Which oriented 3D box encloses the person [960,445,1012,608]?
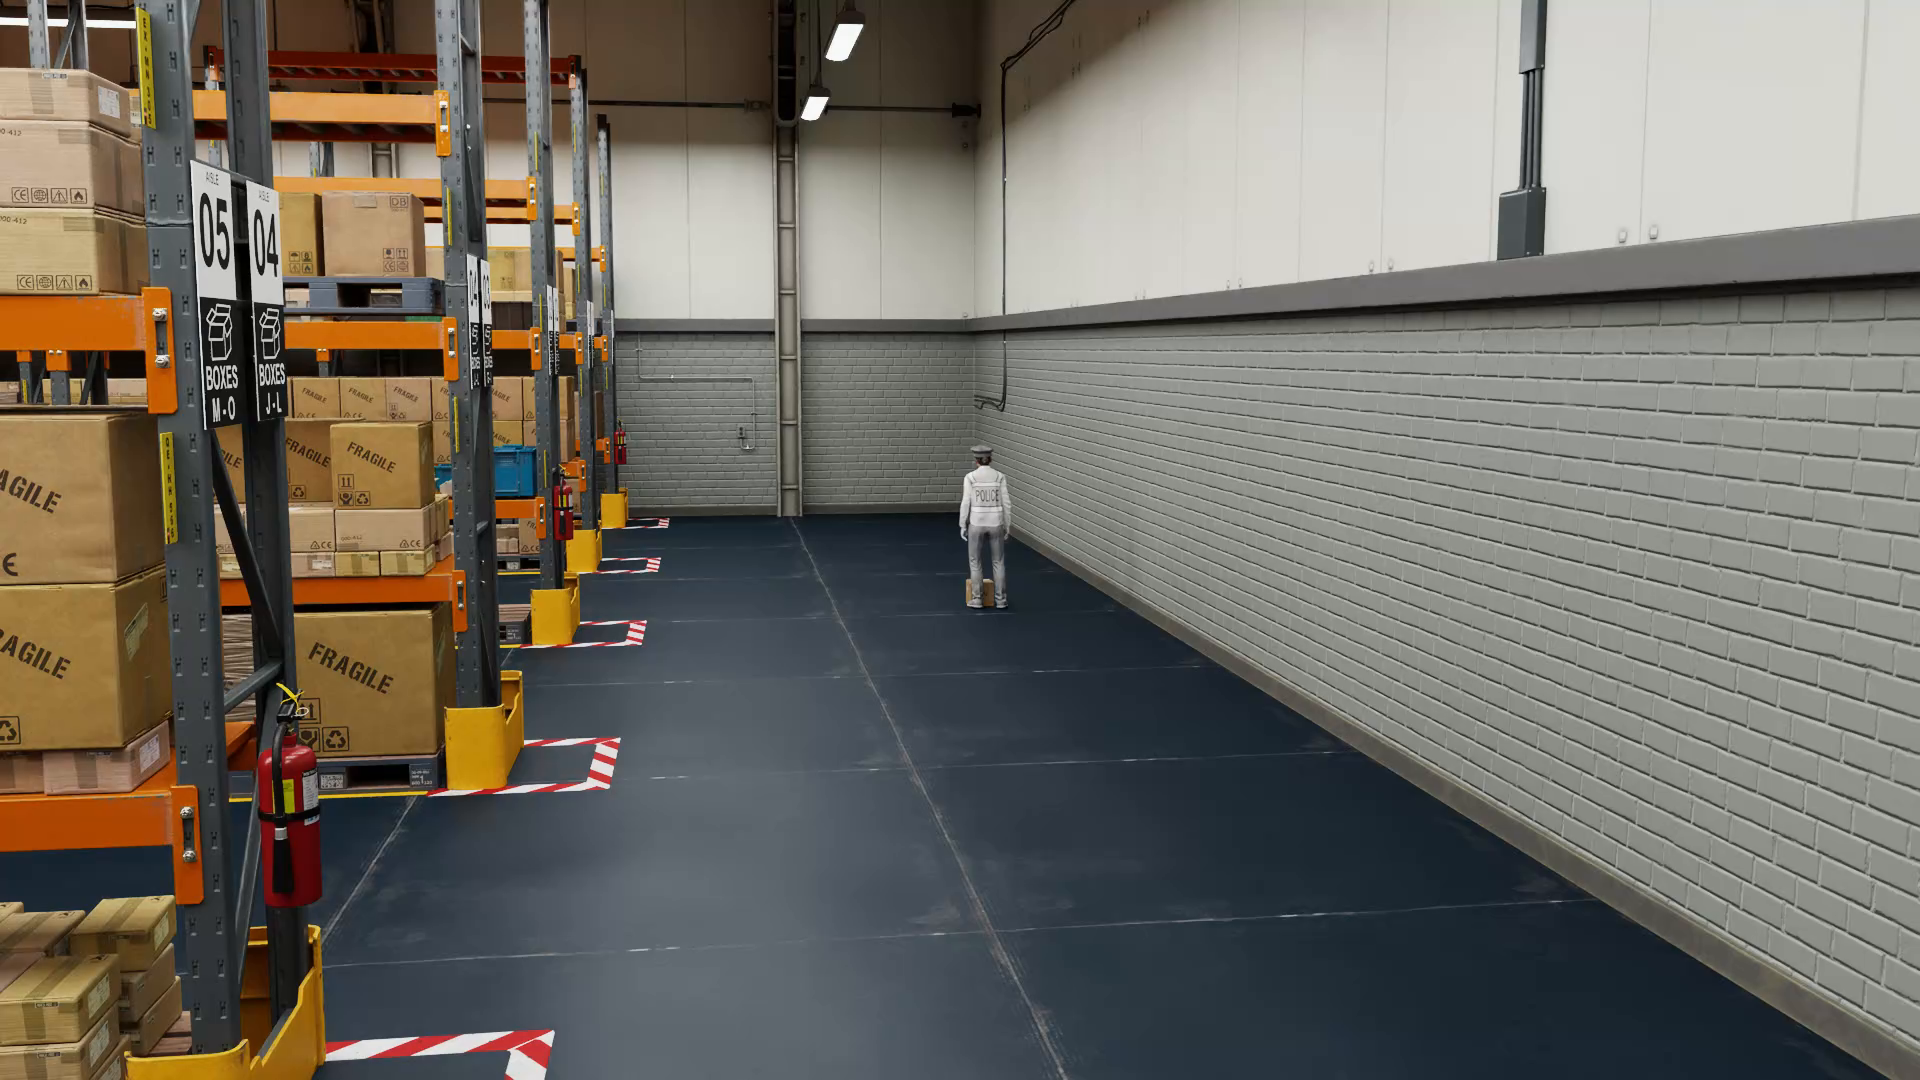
[{"bbox_3d":[0.257,-0.129,16.944,0.527,1.663,0.409,-1,7,-9],"label":"person"}]
